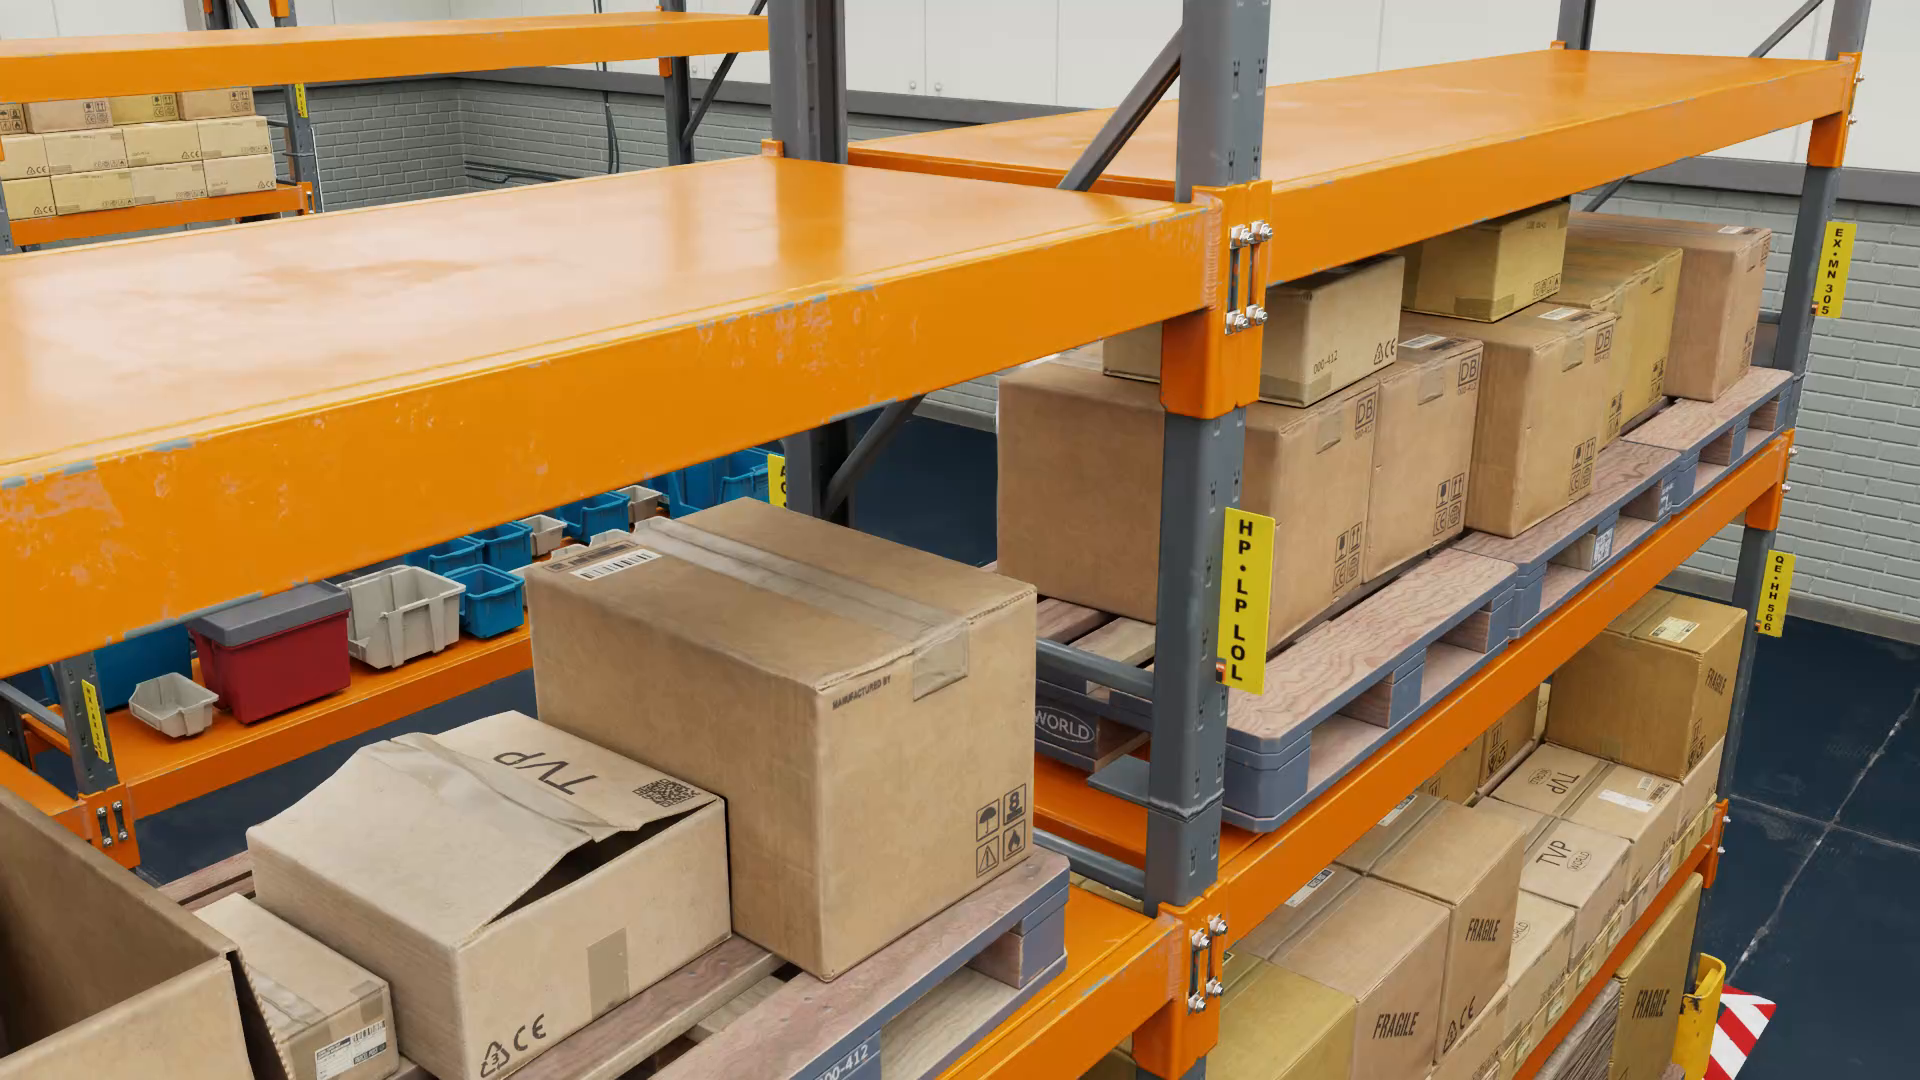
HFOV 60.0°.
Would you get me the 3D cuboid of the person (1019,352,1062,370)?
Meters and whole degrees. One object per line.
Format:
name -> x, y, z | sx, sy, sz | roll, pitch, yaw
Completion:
person -> 0.731, -0.937, 13.074 | 0.570, 1.726, 0.970 | 17, 26, 39
